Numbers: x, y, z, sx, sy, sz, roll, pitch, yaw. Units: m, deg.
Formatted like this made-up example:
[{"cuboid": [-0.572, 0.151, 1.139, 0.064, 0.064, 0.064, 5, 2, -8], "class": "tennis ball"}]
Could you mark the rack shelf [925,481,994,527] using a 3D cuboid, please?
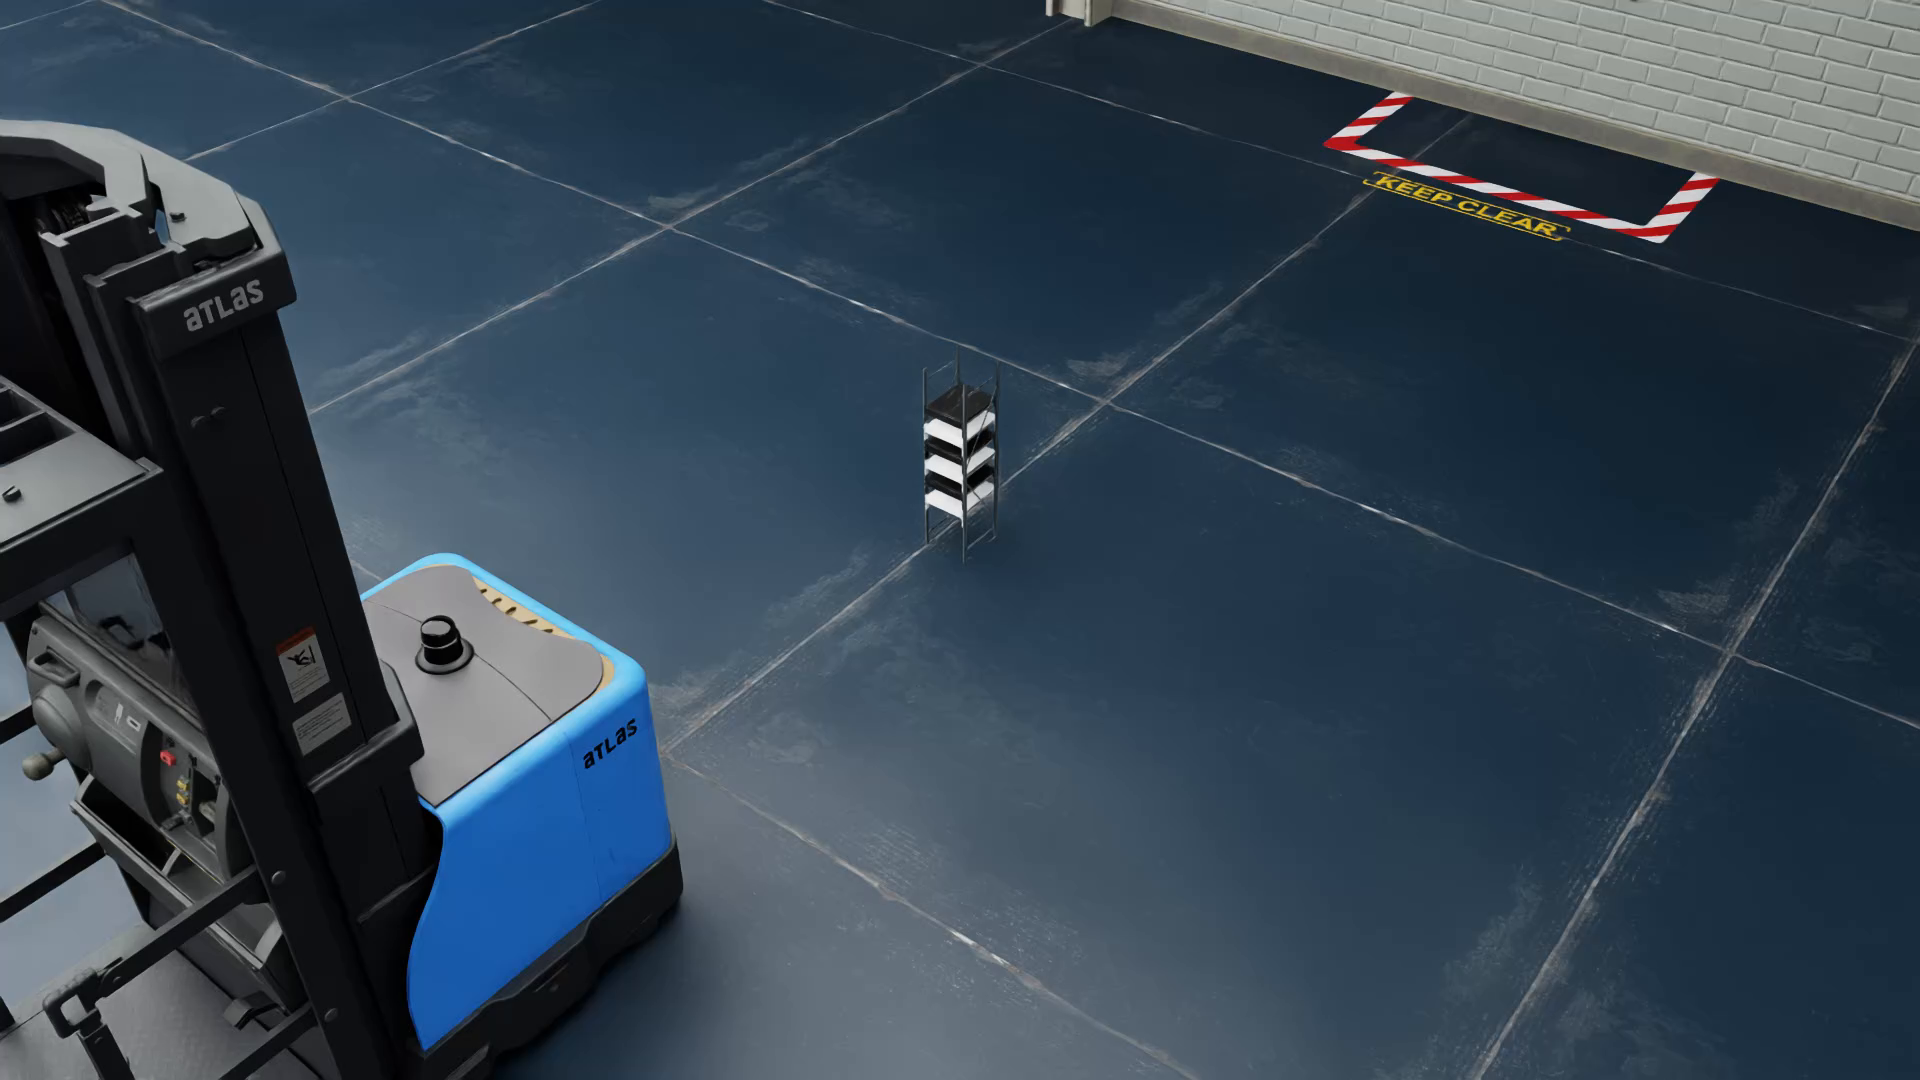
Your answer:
[{"cuboid": [0.006, -0.183, 7.100, 0.200, 0.077, 0.258, 25, 45, 29], "class": "rack shelf"}]

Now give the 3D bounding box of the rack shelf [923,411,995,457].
[{"cuboid": [0.006, -0.467, 6.878, 0.200, 0.077, 0.258, 25, 45, 29], "class": "rack shelf"}]

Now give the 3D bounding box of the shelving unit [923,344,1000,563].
[{"cuboid": [0.006, -0.351, 6.969, 0.210, 0.900, 0.258, 25, 45, 29], "class": "shelving unit"}]

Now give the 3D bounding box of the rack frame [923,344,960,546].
[{"cuboid": [-0.074, -0.389, 7.017, 0.006, 0.900, 0.240, 25, 45, 29], "class": "rack frame"}]

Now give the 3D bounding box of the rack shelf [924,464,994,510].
[{"cuboid": [0.006, -0.254, 7.045, 0.200, 0.077, 0.258, 25, 45, 29], "class": "rack shelf"}]

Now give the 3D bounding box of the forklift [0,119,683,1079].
[{"cuboid": [-2.241, 0.607, 4.097, 1.130, 2.935, 3.031, 26, 45, 29], "class": "forklift"}]

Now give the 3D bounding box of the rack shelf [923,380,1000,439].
[{"cuboid": [0.006, -0.538, 6.823, 0.200, 0.077, 0.258, 25, 45, 29], "class": "rack shelf"}]

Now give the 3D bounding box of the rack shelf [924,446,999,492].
[{"cuboid": [0.006, -0.325, 6.989, 0.200, 0.077, 0.258, 25, 45, 29], "class": "rack shelf"}]

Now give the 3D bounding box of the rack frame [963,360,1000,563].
[{"cuboid": [0.087, -0.313, 6.920, 0.006, 0.900, 0.240, 25, 45, 29], "class": "rack frame"}]

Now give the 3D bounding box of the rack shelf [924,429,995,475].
[{"cuboid": [0.006, -0.396, 6.934, 0.200, 0.077, 0.258, 25, 45, 29], "class": "rack shelf"}]

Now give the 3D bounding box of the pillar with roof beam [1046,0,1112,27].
[{"cuboid": [-1.742, -5.278, 6.691, 0.400, 9.000, 9.100, 25, 45, 29], "class": "pillar with roof beam"}]
